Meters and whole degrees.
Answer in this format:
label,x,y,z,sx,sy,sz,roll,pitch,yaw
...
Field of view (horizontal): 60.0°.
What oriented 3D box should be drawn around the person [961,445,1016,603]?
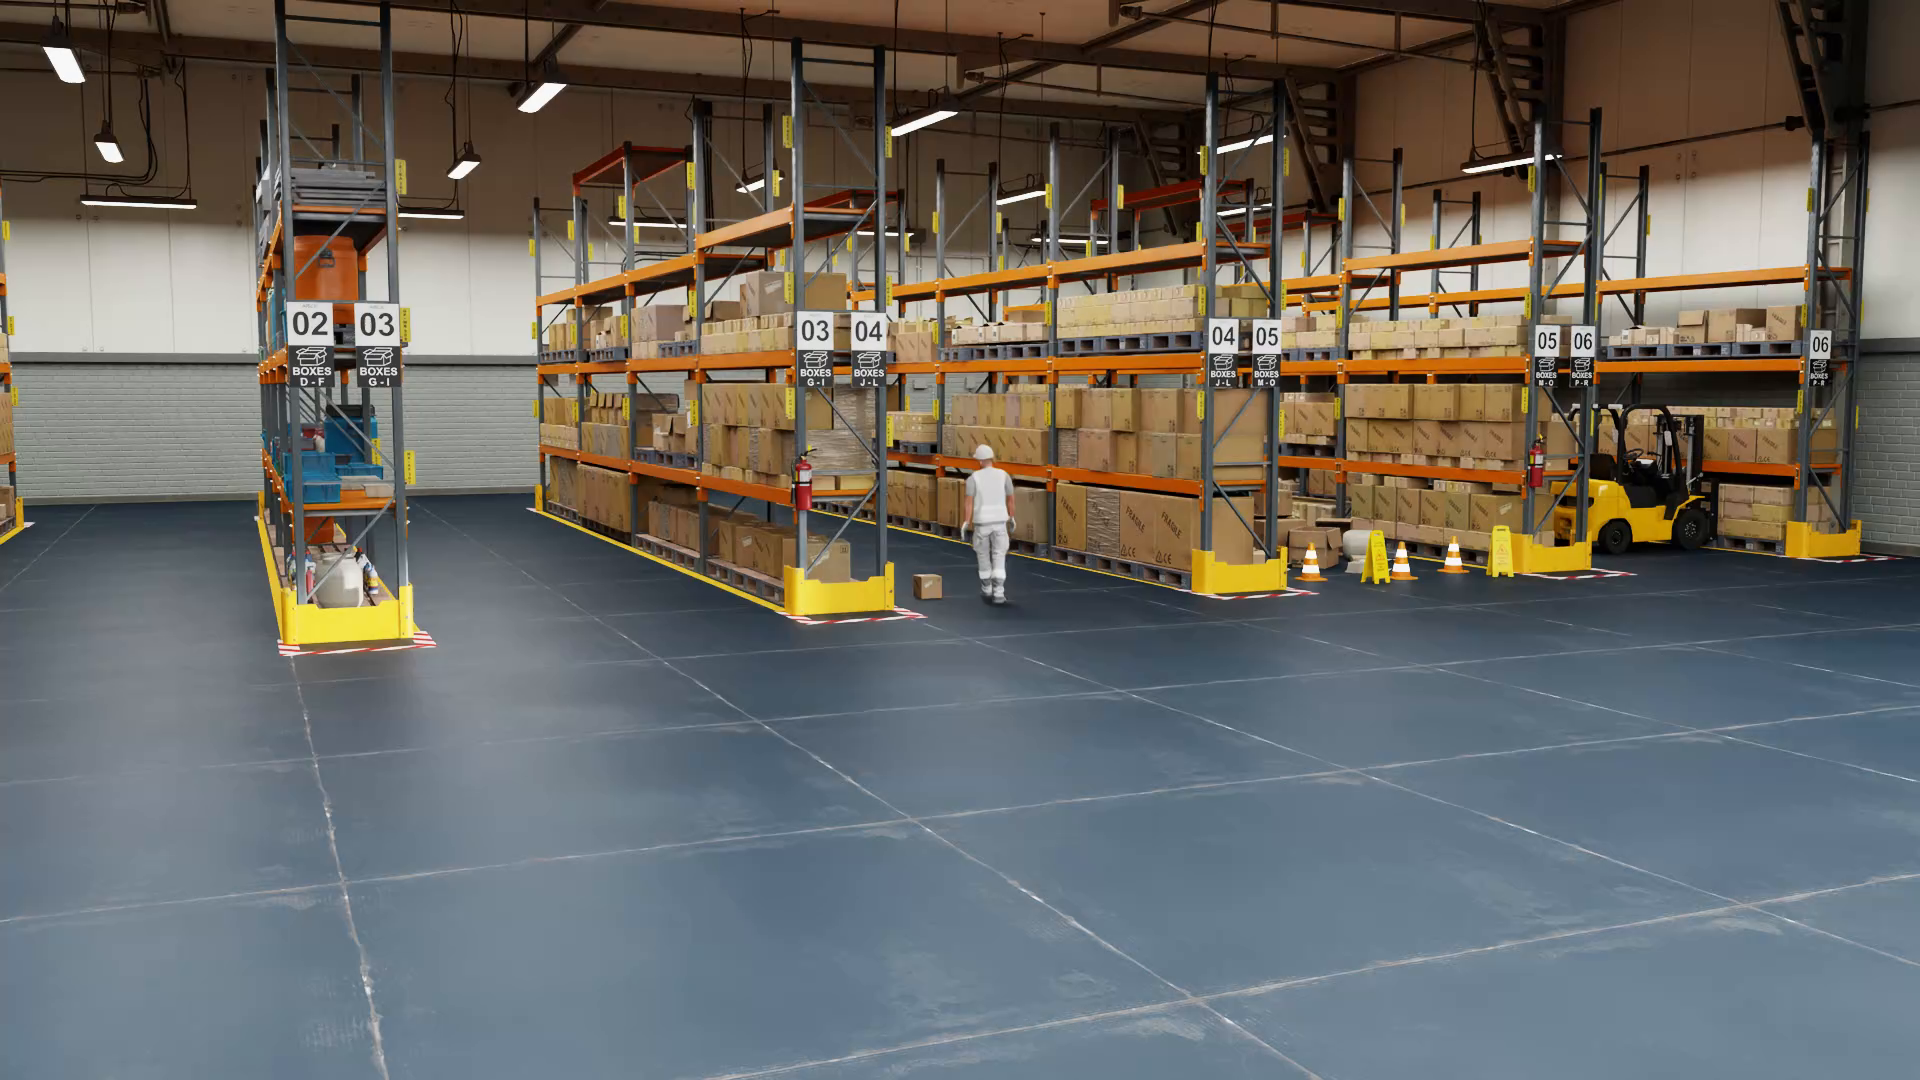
label,x,y,z,sx,sy,sz,roll,pitch,yaw
person,0.311,-0.193,18.639,0.643,1.750,0.923,0,5,-4
